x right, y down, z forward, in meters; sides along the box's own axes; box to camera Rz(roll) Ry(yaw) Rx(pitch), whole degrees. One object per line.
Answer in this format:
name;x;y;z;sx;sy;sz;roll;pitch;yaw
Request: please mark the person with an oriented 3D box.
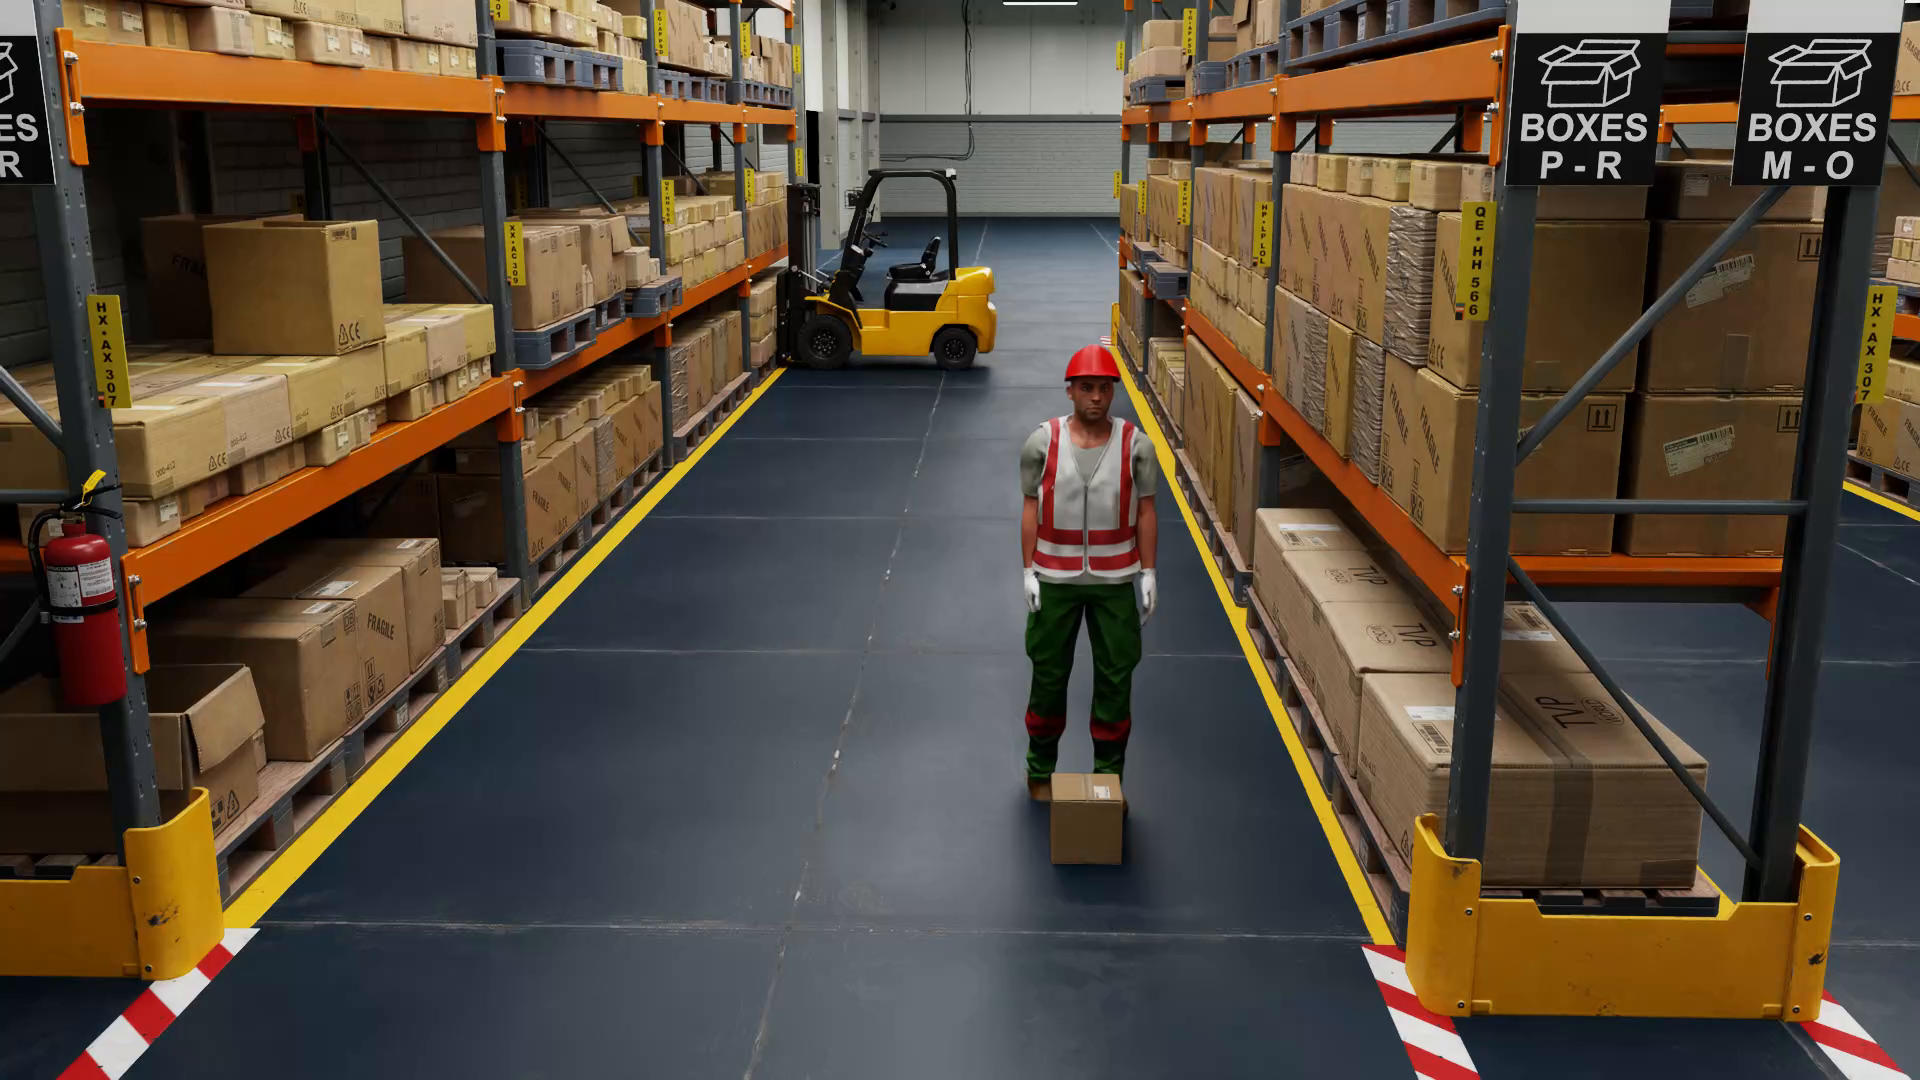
person;0.487;0.178;6.320;0.527;1.836;0.374;1;14;2
